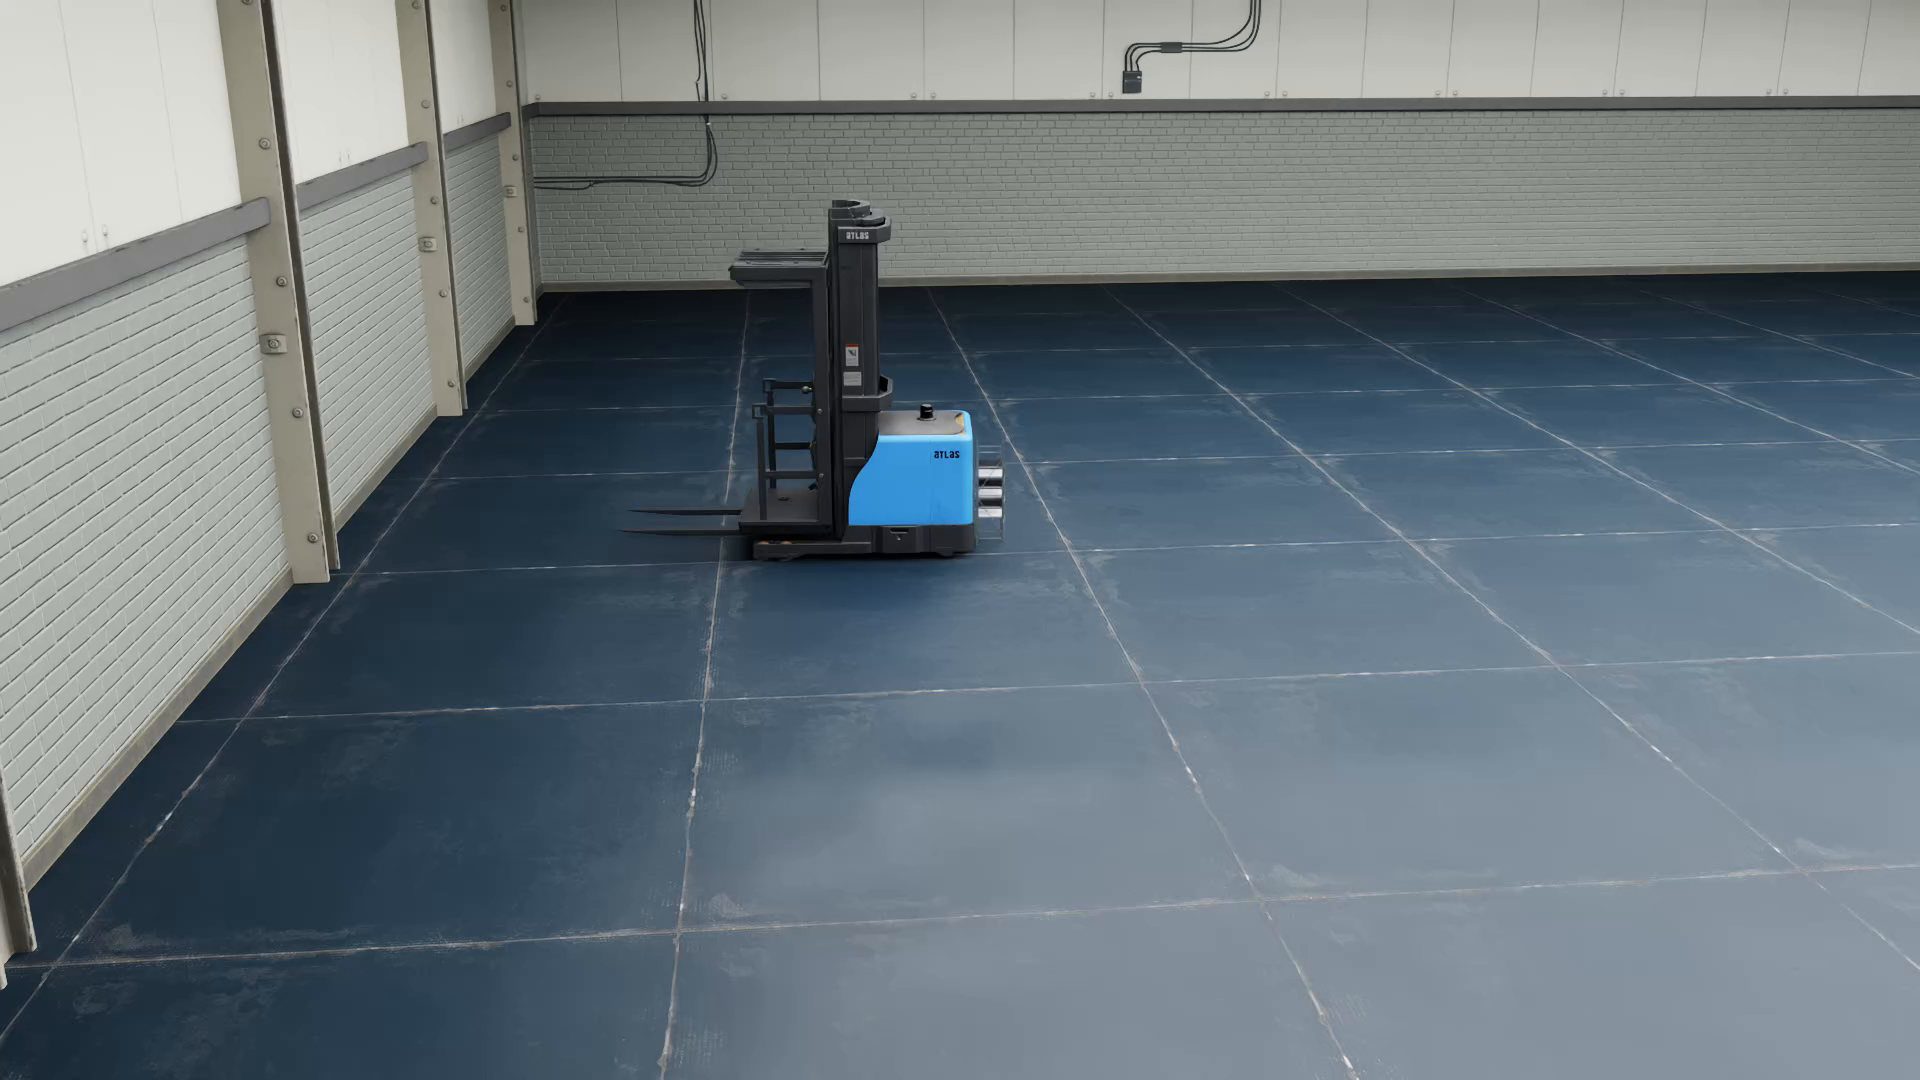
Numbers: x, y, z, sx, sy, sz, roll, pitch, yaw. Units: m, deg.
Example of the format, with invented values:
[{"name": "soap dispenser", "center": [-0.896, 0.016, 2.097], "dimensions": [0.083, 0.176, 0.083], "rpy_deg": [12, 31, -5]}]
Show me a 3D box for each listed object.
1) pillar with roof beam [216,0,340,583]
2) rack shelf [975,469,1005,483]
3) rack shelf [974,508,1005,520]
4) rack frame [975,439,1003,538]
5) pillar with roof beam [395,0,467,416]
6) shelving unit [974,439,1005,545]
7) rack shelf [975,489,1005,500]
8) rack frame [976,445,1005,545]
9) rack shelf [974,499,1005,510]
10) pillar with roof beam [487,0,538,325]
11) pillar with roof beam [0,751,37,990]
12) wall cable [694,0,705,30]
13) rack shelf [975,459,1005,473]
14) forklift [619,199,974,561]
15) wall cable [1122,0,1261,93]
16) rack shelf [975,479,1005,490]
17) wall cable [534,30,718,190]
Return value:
[{"name": "pillar with roof beam", "center": [-1.051, -4.136, 12.827], "dimensions": [9.100, 9.000, 0.400], "rpy_deg": [-2, 18, -6]}, {"name": "rack shelf", "center": [0.260, -0.556, 14.455], "dimensions": [0.258, 0.077, 0.200], "rpy_deg": [0, 17, -1]}, {"name": "rack shelf", "center": [0.259, -0.213, 14.563], "dimensions": [0.258, 0.077, 0.200], "rpy_deg": [0, 17, -1]}, {"name": "rack frame", "center": [0.257, -0.447, 14.596], "dimensions": [0.240, 0.900, 0.006], "rpy_deg": [0, 17, -1]}, {"name": "pillar with roof beam", "center": [-1.670, -5.923, 18.521], "dimensions": [9.100, 9.000, 0.400], "rpy_deg": [-2, 18, -6]}, {"name": "shelving unit", "center": [0.259, -0.416, 14.499], "dimensions": [0.258, 0.900, 0.210], "rpy_deg": [0, 17, -1]}, {"name": "rack shelf", "center": [0.259, -0.384, 14.509], "dimensions": [0.258, 0.077, 0.200], "rpy_deg": [0, 17, -1]}, {"name": "rack frame", "center": [0.262, -0.386, 14.402], "dimensions": [0.240, 0.900, 0.006], "rpy_deg": [0, 17, -1]}, {"name": "rack shelf", "center": [0.259, -0.298, 14.536], "dimensions": [0.258, 0.077, 0.200], "rpy_deg": [0, 17, -1]}, {"name": "pillar with roof beam", "center": [-2.288, -7.711, 24.215], "dimensions": [9.100, 9.000, 0.400], "rpy_deg": [-2, 18, -6]}, {"name": "pillar with roof beam", "center": [-0.432, -2.348, 7.133], "dimensions": [9.100, 9.000, 0.400], "rpy_deg": [-2, 18, -6]}, {"name": "wall cable", "center": [-2.868, -9.508, 26.692], "dimensions": [3.097, 2.526, 0.112], "rpy_deg": [-2, 18, -6]}, {"name": "rack shelf", "center": [0.260, -0.642, 14.428], "dimensions": [0.258, 0.077, 0.200], "rpy_deg": [0, 17, -1]}, {"name": "forklift", "center": [-1.404, -1.378, 14.172], "dimensions": [3.031, 2.935, 1.130], "rpy_deg": [0, 17, -1]}, {"name": "wall cable", "center": [3.885, -10.408, 27.127], "dimensions": [2.305, 6.003, 0.169], "rpy_deg": [-2, 18, -6]}, {"name": "rack shelf", "center": [0.260, -0.470, 14.482], "dimensions": [0.258, 0.077, 0.200], "rpy_deg": [0, 17, -1]}, {"name": "wall cable", "center": [-5.559, -7.015, 27.182], "dimensions": [3.097, 2.526, 0.112], "rpy_deg": [-2, 18, -6]}]
